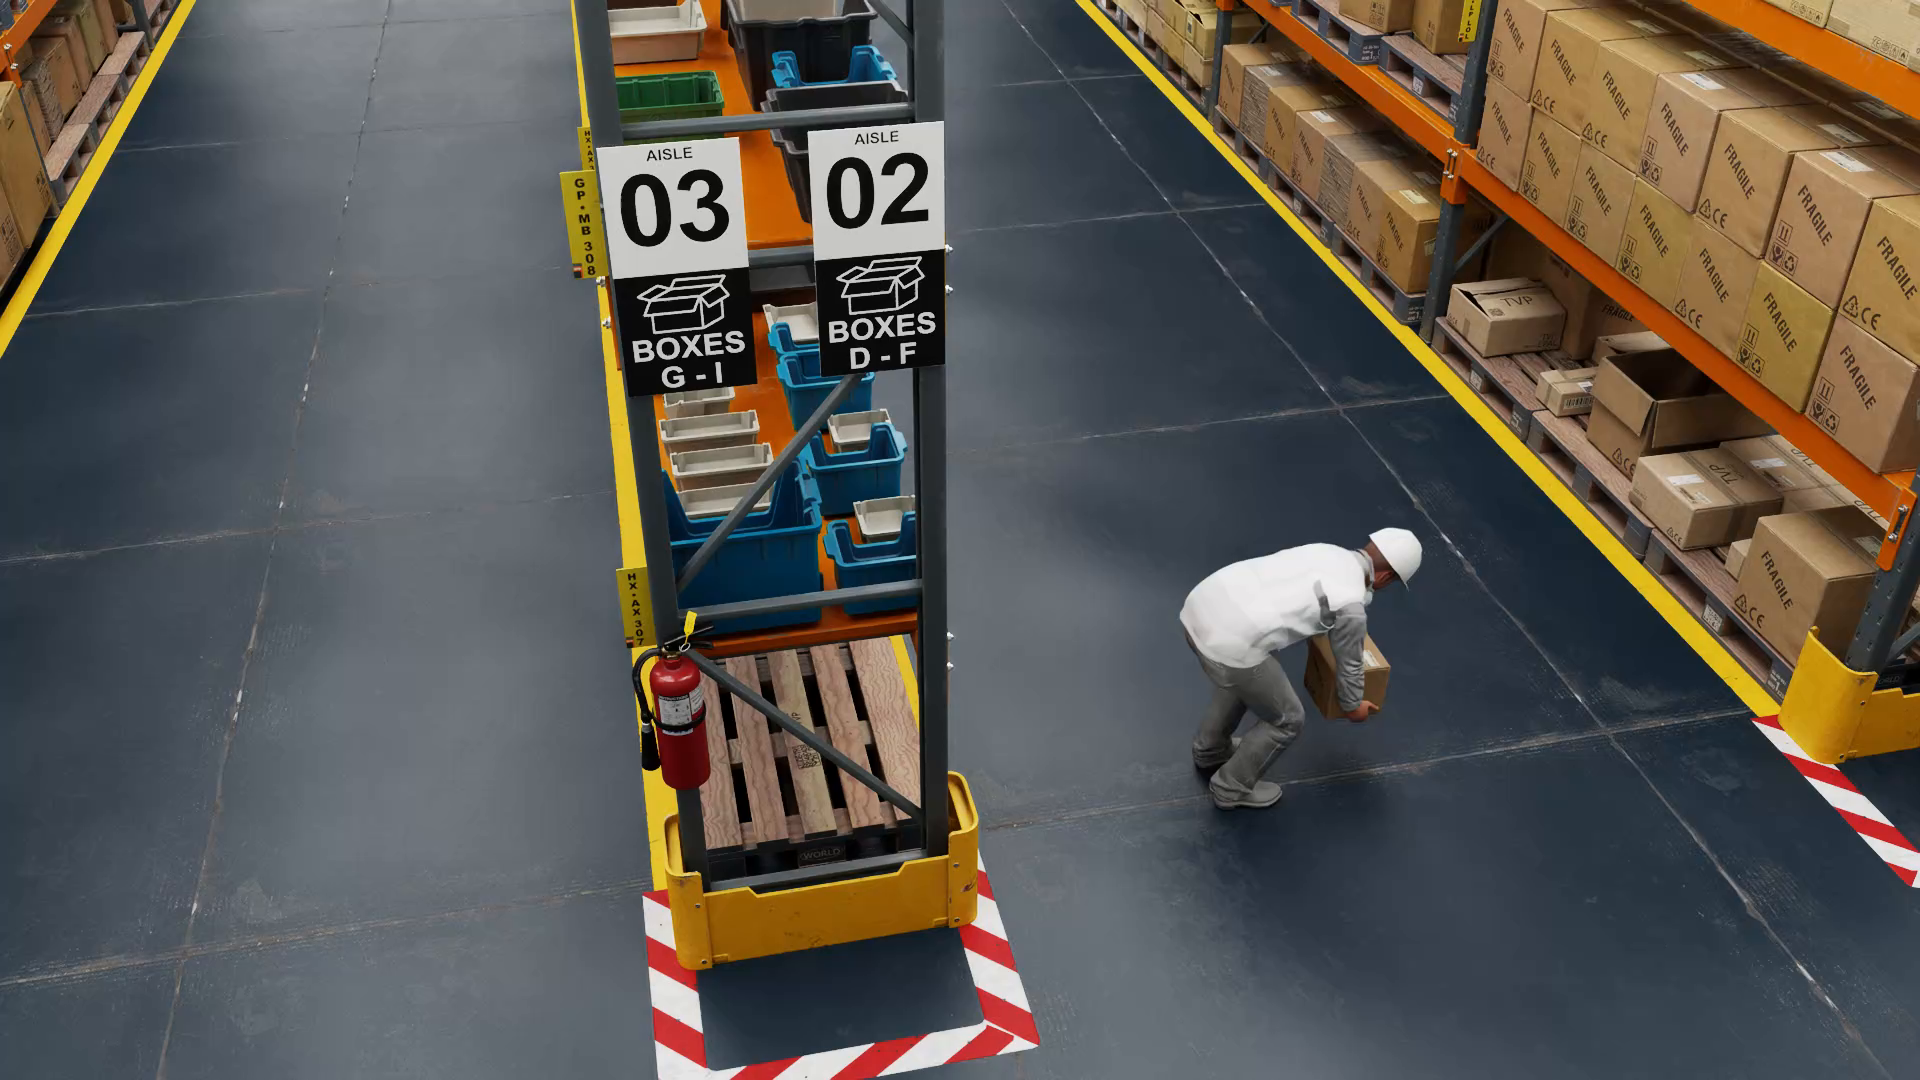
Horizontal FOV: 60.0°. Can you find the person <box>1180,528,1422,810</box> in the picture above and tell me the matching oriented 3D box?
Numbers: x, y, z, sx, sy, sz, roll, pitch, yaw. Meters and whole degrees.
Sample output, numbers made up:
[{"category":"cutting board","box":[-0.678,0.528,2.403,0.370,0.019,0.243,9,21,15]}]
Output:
[{"category":"person","box":[1.390,0.512,6.899,0.985,1.178,0.492,-9,35,-13]}]
